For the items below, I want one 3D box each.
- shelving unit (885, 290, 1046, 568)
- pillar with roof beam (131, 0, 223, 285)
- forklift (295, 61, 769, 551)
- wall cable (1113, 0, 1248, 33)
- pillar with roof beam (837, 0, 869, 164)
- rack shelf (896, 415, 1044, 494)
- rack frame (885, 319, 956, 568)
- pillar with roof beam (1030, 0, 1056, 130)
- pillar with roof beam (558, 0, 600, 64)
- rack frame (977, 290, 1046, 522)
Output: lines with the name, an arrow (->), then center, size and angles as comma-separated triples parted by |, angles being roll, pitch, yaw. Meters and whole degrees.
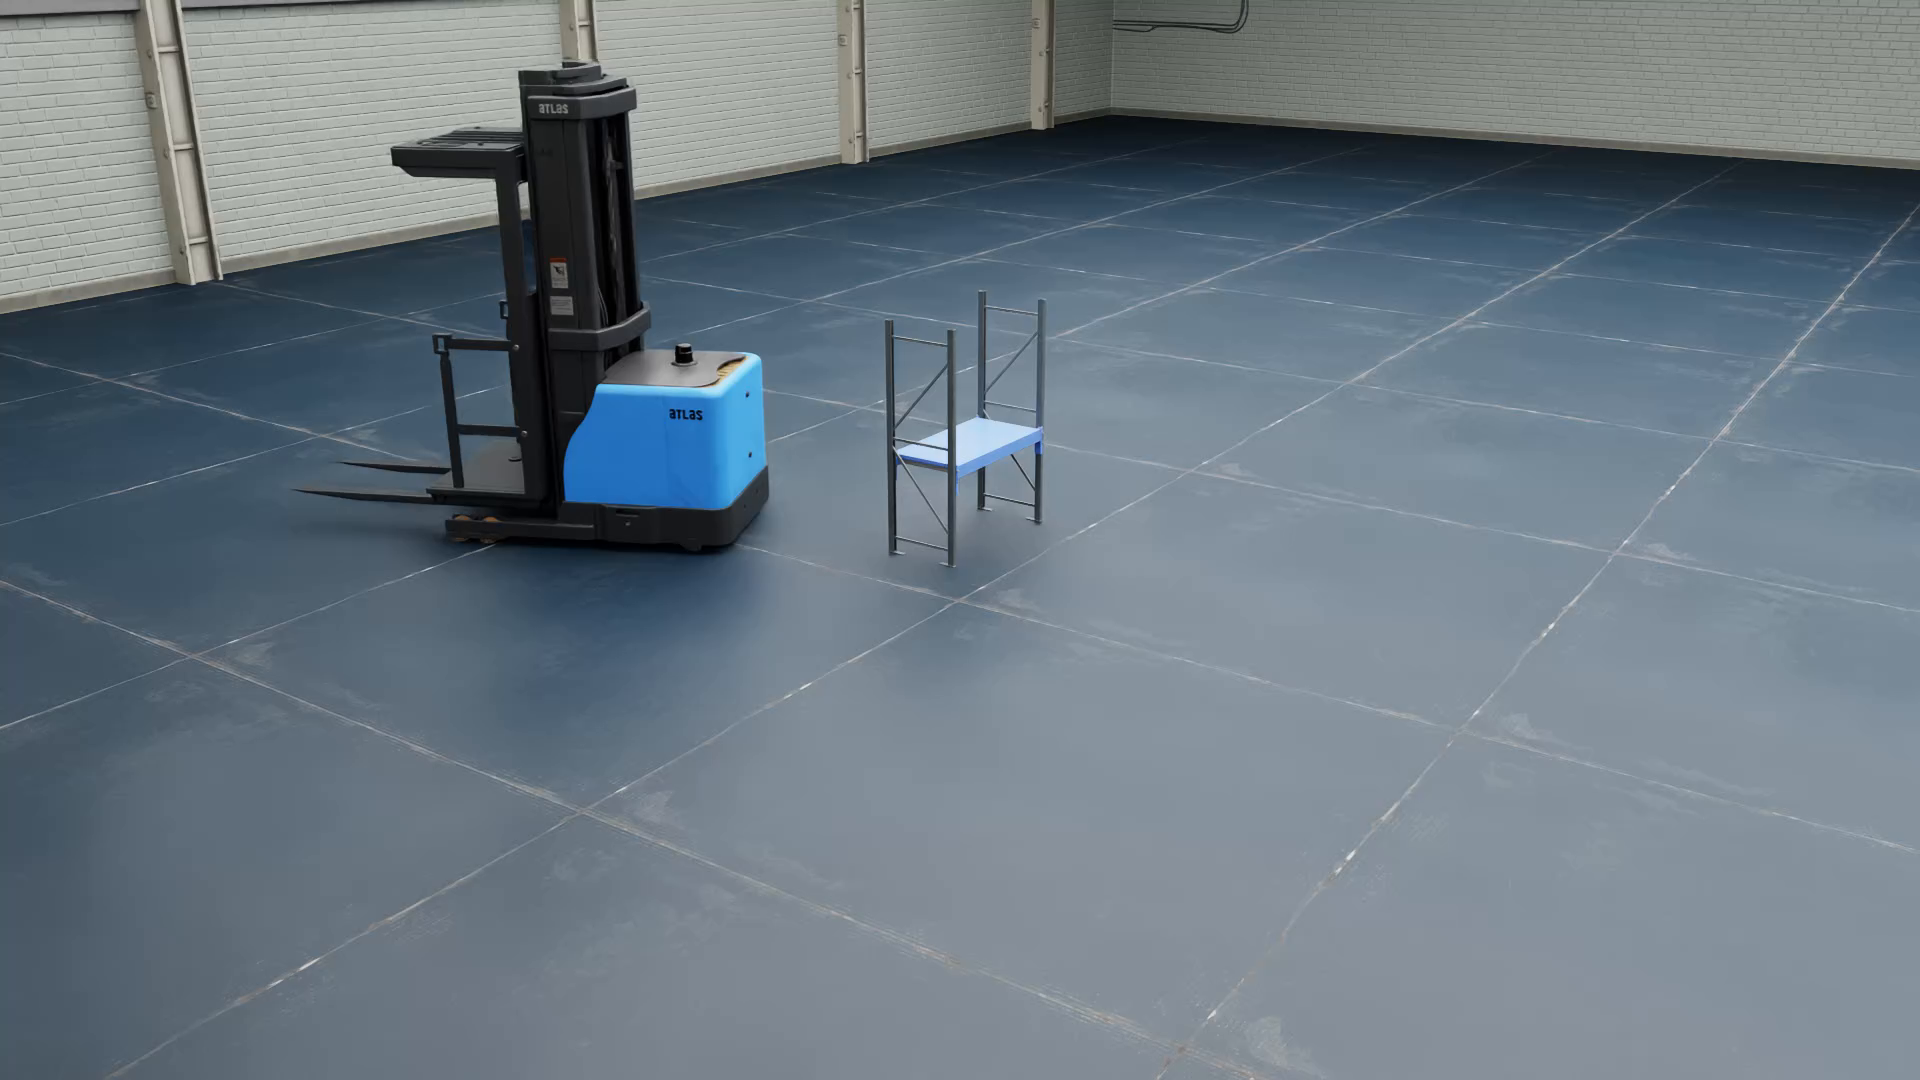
shelving unit -> 0.048, -0.728, 10.571 | 0.538, 1.500, 1.048 | 13, 24, 32
pillar with roof beam -> -4.951, -6.283, 14.780 | 9.100, 9.000, 0.400 | 13, 24, 32
forklift -> -2.863, -1.529, 10.673 | 3.031, 2.935, 1.130 | 3, 21, 9
wall cable -> 4.357, -11.418, 33.138 | 3.097, 2.526, 0.112 | 13, 24, 32
pillar with roof beam -> 1.795, -9.726, 24.088 | 9.100, 9.000, 0.400 | 13, 24, 32
rack shelf -> 0.048, -0.559, 10.633 | 0.538, 0.185, 1.000 | 13, 24, 32
rack frame -> -0.238, -0.582, 10.177 | 0.500, 1.500, 0.032 | 13, 24, 32
pillar with roof beam -> 5.167, -11.448, 28.742 | 9.100, 9.000, 0.400 | 13, 24, 32
pillar with roof beam -> -1.578, -8.005, 19.434 | 9.100, 9.000, 0.400 | 13, 24, 32
rack frame -> 0.334, -0.874, 10.965 | 0.500, 1.500, 0.032 | 13, 24, 32
